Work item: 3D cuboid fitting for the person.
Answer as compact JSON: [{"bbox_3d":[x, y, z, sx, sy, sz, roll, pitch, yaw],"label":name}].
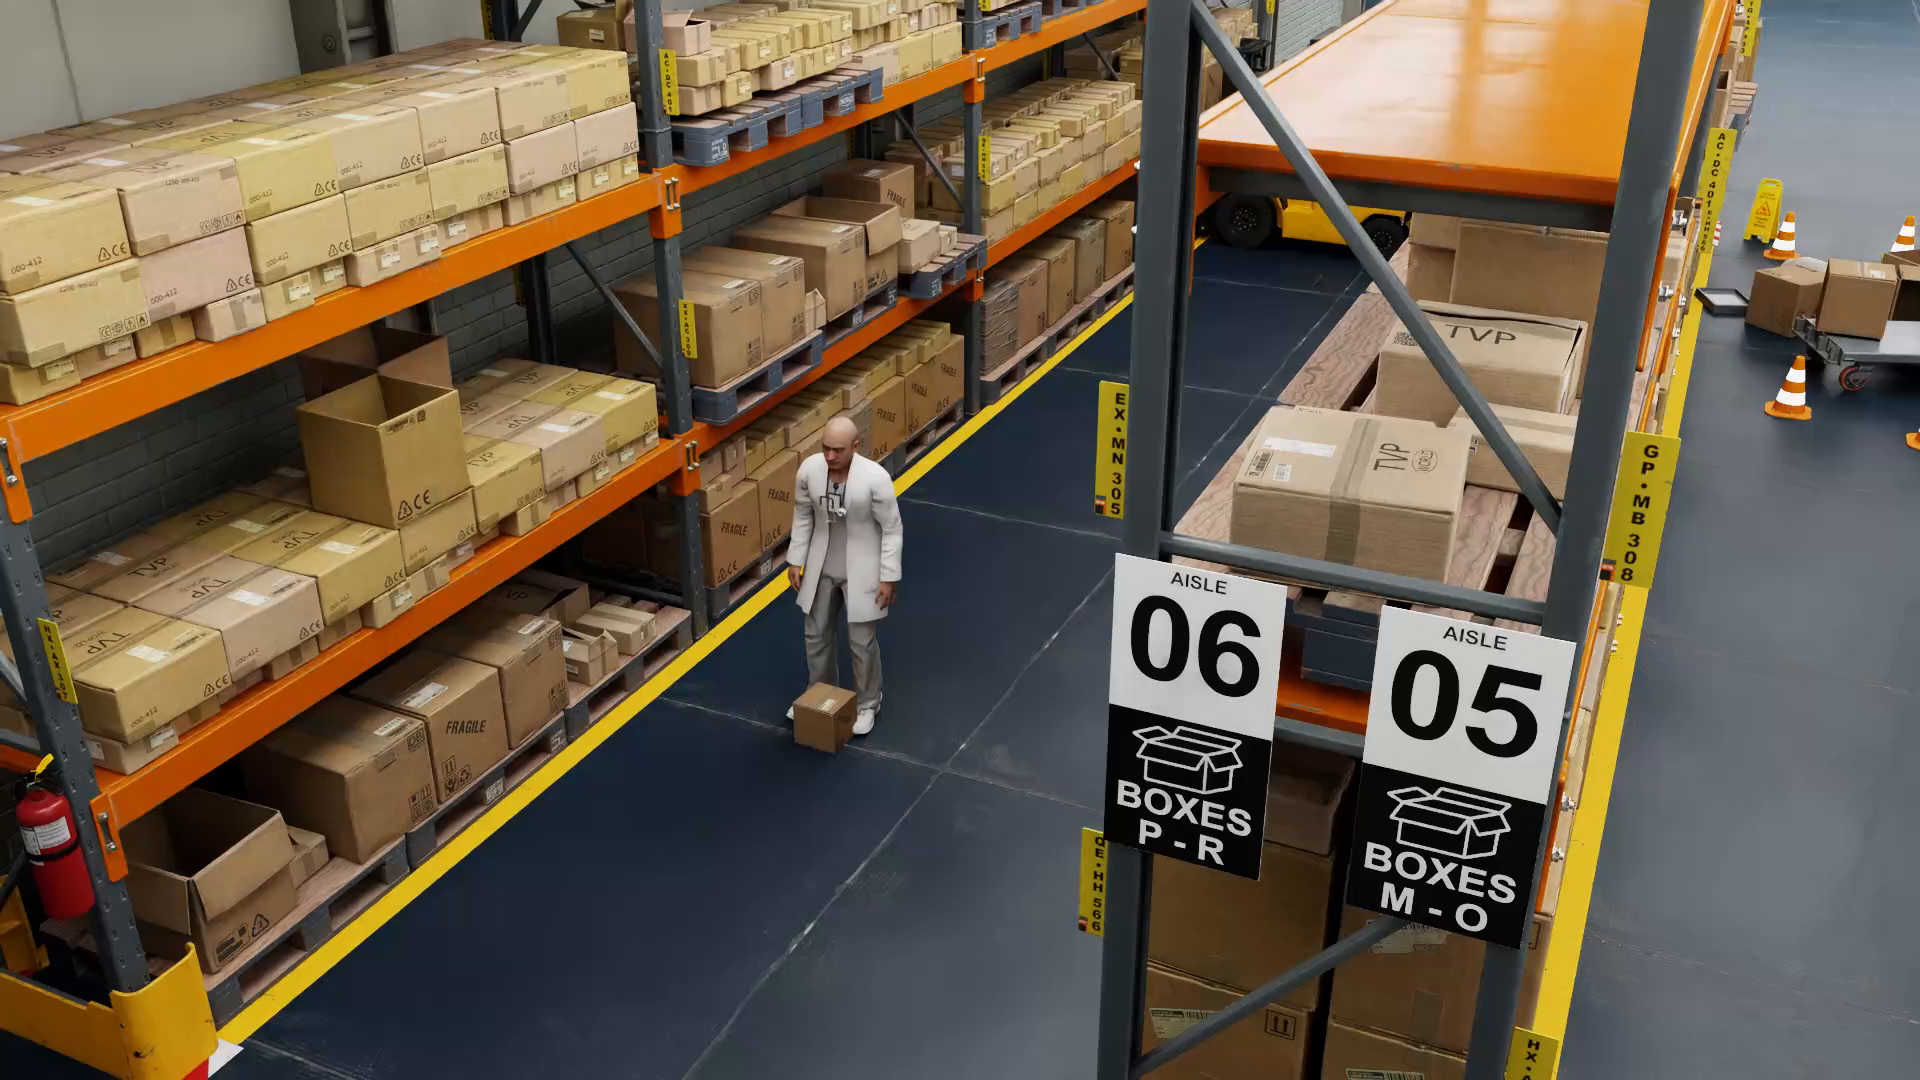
[{"bbox_3d":[-0.608,0.168,8.781,0.656,1.775,0.418,10,28,20],"label":"person"}]
